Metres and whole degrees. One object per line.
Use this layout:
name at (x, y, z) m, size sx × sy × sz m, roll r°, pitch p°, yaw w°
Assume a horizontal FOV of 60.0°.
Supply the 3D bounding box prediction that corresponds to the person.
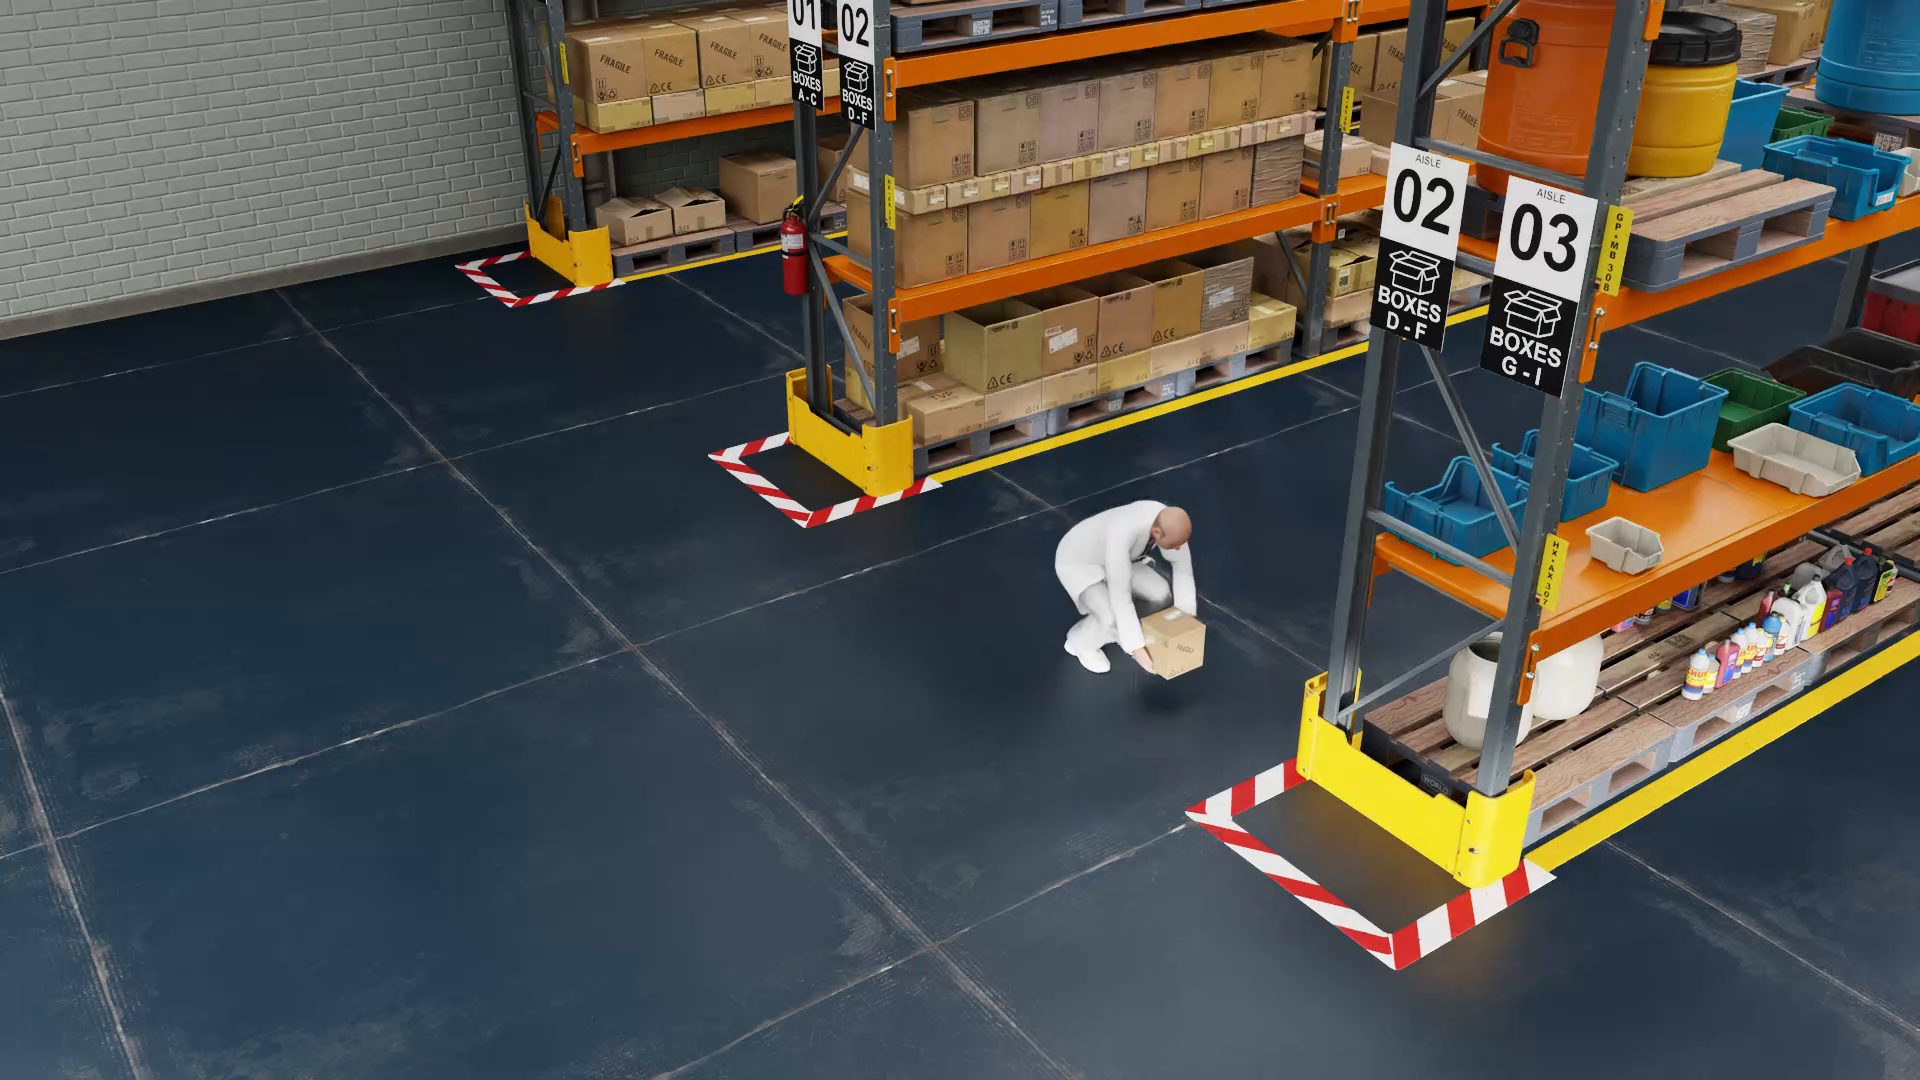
person at (0.905, 0.213, 9.019) m, size 0.612 × 1.045 × 0.893 m, roll -19°, pitch 33°, yaw -31°
